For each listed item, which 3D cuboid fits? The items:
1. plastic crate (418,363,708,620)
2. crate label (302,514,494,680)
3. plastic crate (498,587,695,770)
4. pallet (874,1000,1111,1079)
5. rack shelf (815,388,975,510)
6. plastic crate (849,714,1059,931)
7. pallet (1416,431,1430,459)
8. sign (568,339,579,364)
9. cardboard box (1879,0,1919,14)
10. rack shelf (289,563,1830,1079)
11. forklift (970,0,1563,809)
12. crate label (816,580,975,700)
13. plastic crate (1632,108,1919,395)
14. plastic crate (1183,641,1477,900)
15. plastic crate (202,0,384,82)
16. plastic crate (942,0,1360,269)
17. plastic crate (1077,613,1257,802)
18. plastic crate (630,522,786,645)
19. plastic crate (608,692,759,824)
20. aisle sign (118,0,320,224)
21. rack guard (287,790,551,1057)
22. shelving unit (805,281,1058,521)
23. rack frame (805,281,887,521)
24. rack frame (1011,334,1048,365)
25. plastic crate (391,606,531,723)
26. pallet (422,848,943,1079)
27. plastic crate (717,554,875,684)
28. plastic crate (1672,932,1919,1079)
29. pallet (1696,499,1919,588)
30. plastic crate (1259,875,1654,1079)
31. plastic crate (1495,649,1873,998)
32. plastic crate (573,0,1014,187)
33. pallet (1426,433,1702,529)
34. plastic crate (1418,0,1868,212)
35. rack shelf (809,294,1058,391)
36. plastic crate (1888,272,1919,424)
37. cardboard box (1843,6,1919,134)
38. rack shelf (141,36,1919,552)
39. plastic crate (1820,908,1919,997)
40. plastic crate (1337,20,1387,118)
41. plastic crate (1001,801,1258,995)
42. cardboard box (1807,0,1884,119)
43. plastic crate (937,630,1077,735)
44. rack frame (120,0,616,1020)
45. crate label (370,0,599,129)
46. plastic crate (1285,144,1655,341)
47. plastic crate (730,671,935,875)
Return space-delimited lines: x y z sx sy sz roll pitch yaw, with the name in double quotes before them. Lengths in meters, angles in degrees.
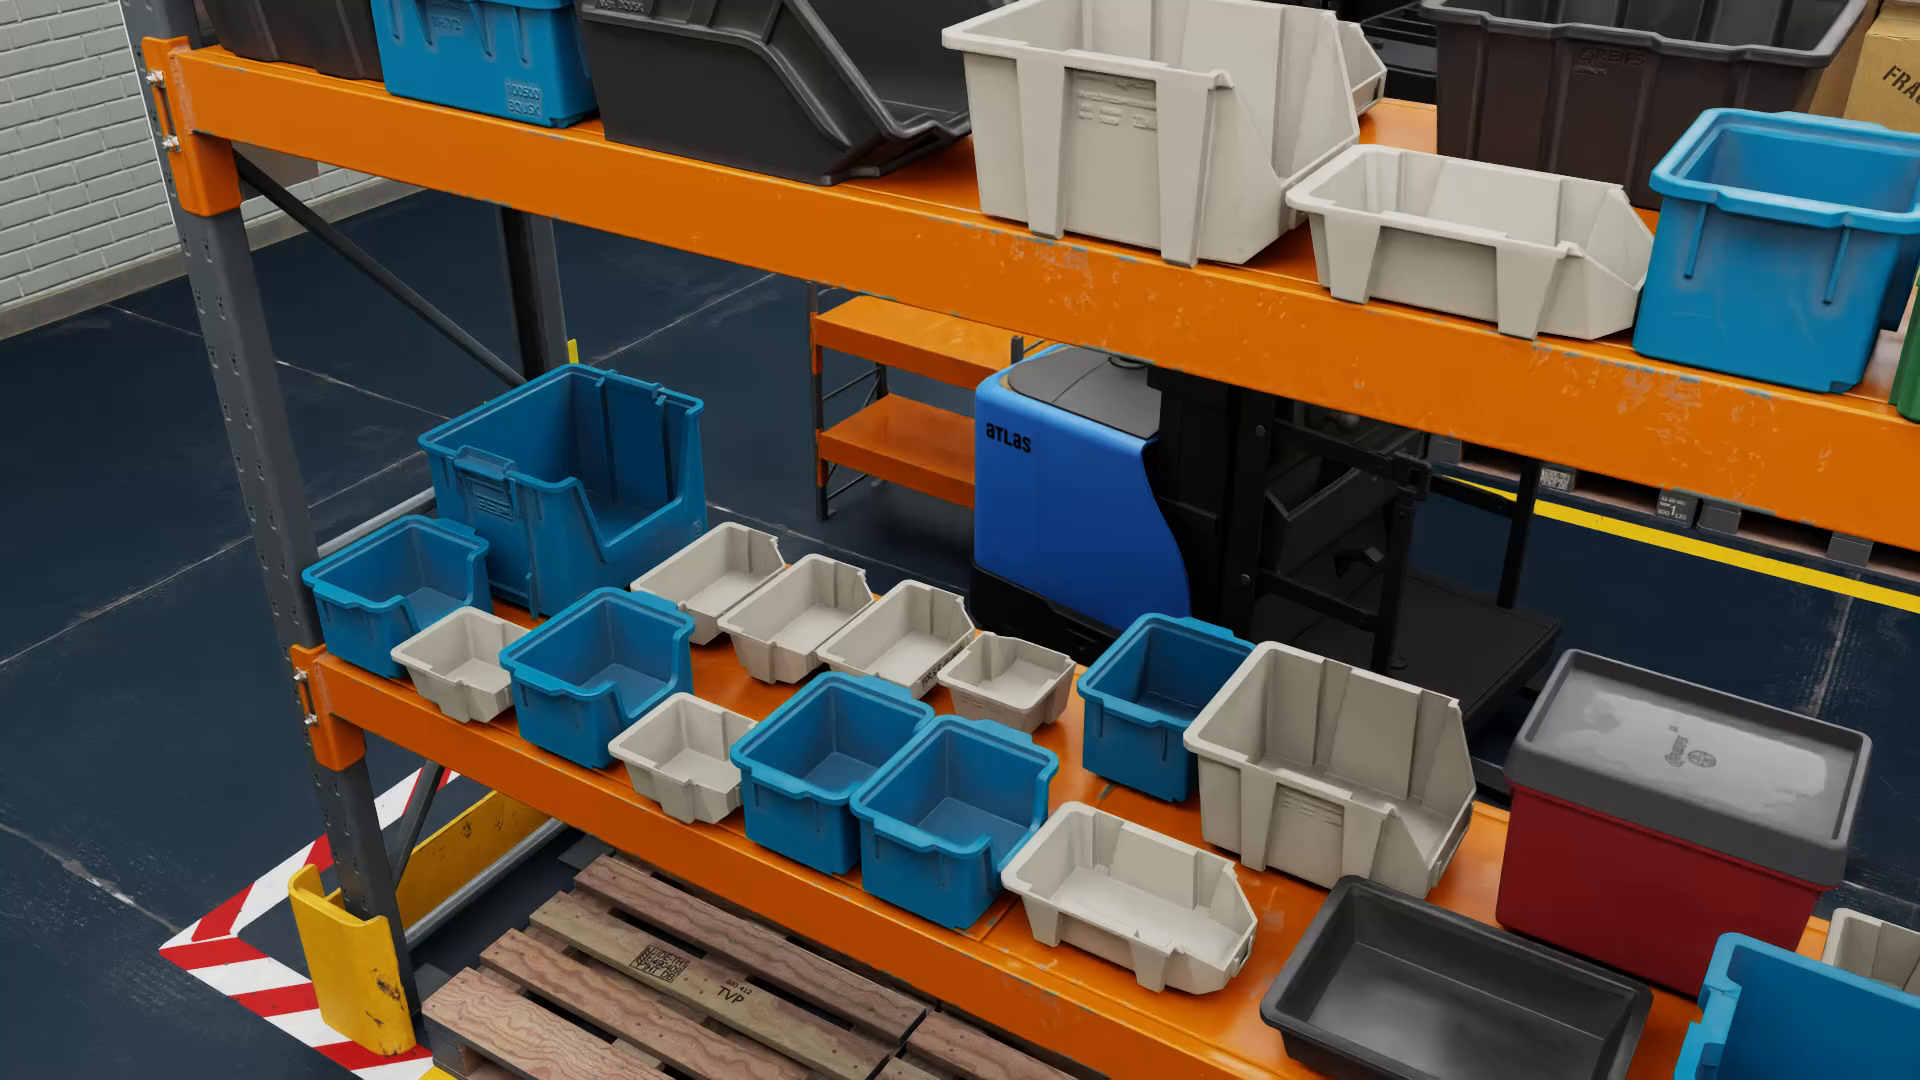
"plastic crate" -1.029 -0.138 4.415 0.499 0.435 0.616 18 35 27
"crate label" -1.377 0.146 4.129 0.303 0.233 0.416 18 35 27
"plastic crate" -0.820 0.323 3.827 0.300 0.233 0.416 18 35 27
"pallet" 0.295 1.663 4.191 1.213 0.211 1.003 18 35 27
"rack shelf" -0.067 -0.320 7.167 1.000 0.278 0.538 19 35 30
"plastic crate" -0.008 0.580 3.386 0.300 0.233 0.416 18 35 27
"pallet" 1.940 -0.835 8.472 1.213 0.211 1.003 18 35 27
"sign" -1.133 -0.416 4.825 0.005 0.325 0.100 18 35 27
"cardboard box" 3.927 -1.909 6.655 0.500 0.500 0.500 18 35 27
"rack shelf" 0.282 0.740 3.719 4.000 0.370 1.077 18 35 27
"forklift" 1.480 -0.612 5.390 3.031 2.935 1.130 24 38 35
"crate label" -0.138 0.271 4.012 0.243 0.136 0.396 18 35 27
"plastic crate" 1.036 -0.366 2.090 0.300 0.233 0.416 18 35 27
"plastic crate" 0.781 0.502 3.470 0.530 0.282 0.437 18 35 27
"plastic crate" -1.234 -1.124 3.352 0.590 0.269 0.497 18 35 27
"plastic crate" 0.302 -0.626 2.487 0.530 0.282 0.437 18 35 27
"plastic crate" 0.464 0.380 3.728 0.300 0.233 0.416 18 35 27
"plastic crate" -0.625 0.123 4.265 0.243 0.136 0.396 18 35 27
"plastic crate" -0.575 0.491 3.634 0.298 0.136 0.250 18 35 27
"aisle sign" -1.630 -1.122 3.617 0.004 0.787 0.394 18 35 27
"rack guard" -1.439 0.972 5.088 0.348 0.500 1.175 18 35 27
"shelving unit" -0.067 -0.531 7.043 1.048 1.125 0.538 19 35 30
"rack frame" -0.484 -0.677 7.295 0.032 1.125 0.500 19 35 30
"rack frame" 0.350 -0.384 6.792 0.032 1.125 0.500 19 35 30
"plastic crate" -1.150 0.309 3.945 0.298 0.136 0.250 18 35 27
"pallet" -0.734 1.335 4.752 1.213 0.211 1.003 18 35 27
"plastic crate" -0.387 0.206 4.122 0.243 0.136 0.396 18 35 27
"plastic crate" 1.400 0.966 2.573 0.575 0.384 0.392 18 35 27
"pallet" 4.007 -0.182 7.352 1.213 0.211 1.003 18 35 27
"plastic crate" 0.886 0.873 2.991 0.590 0.125 0.437 18 35 27
"plastic crate" 1.353 0.565 3.182 0.583 0.464 0.402 18 35 27
"plastic crate" -0.264 -0.849 2.813 0.767 0.338 0.504 18 35 27
"pallet" 2.970 -0.508 7.911 1.213 0.211 1.003 18 35 27
"plastic crate" 1.070 -0.724 2.667 0.590 0.269 0.497 18 35 27
"rack shelf" -0.067 -0.784 6.896 1.000 0.278 0.538 19 35 30
"plastic crate" 1.457 -0.224 1.890 0.662 0.188 0.450 18 35 27
"cardboard box" 3.656 -1.682 6.265 0.500 0.500 0.500 18 35 28
"rack shelf" 0.282 -0.556 2.963 4.000 0.370 1.077 18 35 27
"plastic crate" 1.658 0.867 2.989 0.243 0.136 0.396 18 35 27
"plastic crate" 0.471 -0.841 2.999 0.530 0.136 0.437 18 35 27
"plastic crate" 0.342 0.715 3.250 0.466 0.136 0.293 18 35 27
"cardboard box" 3.484 -2.047 6.891 0.500 0.500 0.500 16 34 26
"plastic crate" 0.123 0.342 3.889 0.250 0.136 0.298 18 35 27
"rack frame" -1.412 -0.107 4.456 0.127 3.000 1.000 18 35 27
"crate label" -0.802 -0.953 3.078 0.502 0.251 0.408 18 35 27
"plastic crate" 0.697 -0.395 2.235 0.466 0.136 0.293 18 35 27
"plastic crate" -0.262 0.499 3.524 0.300 0.233 0.416 18 35 27
